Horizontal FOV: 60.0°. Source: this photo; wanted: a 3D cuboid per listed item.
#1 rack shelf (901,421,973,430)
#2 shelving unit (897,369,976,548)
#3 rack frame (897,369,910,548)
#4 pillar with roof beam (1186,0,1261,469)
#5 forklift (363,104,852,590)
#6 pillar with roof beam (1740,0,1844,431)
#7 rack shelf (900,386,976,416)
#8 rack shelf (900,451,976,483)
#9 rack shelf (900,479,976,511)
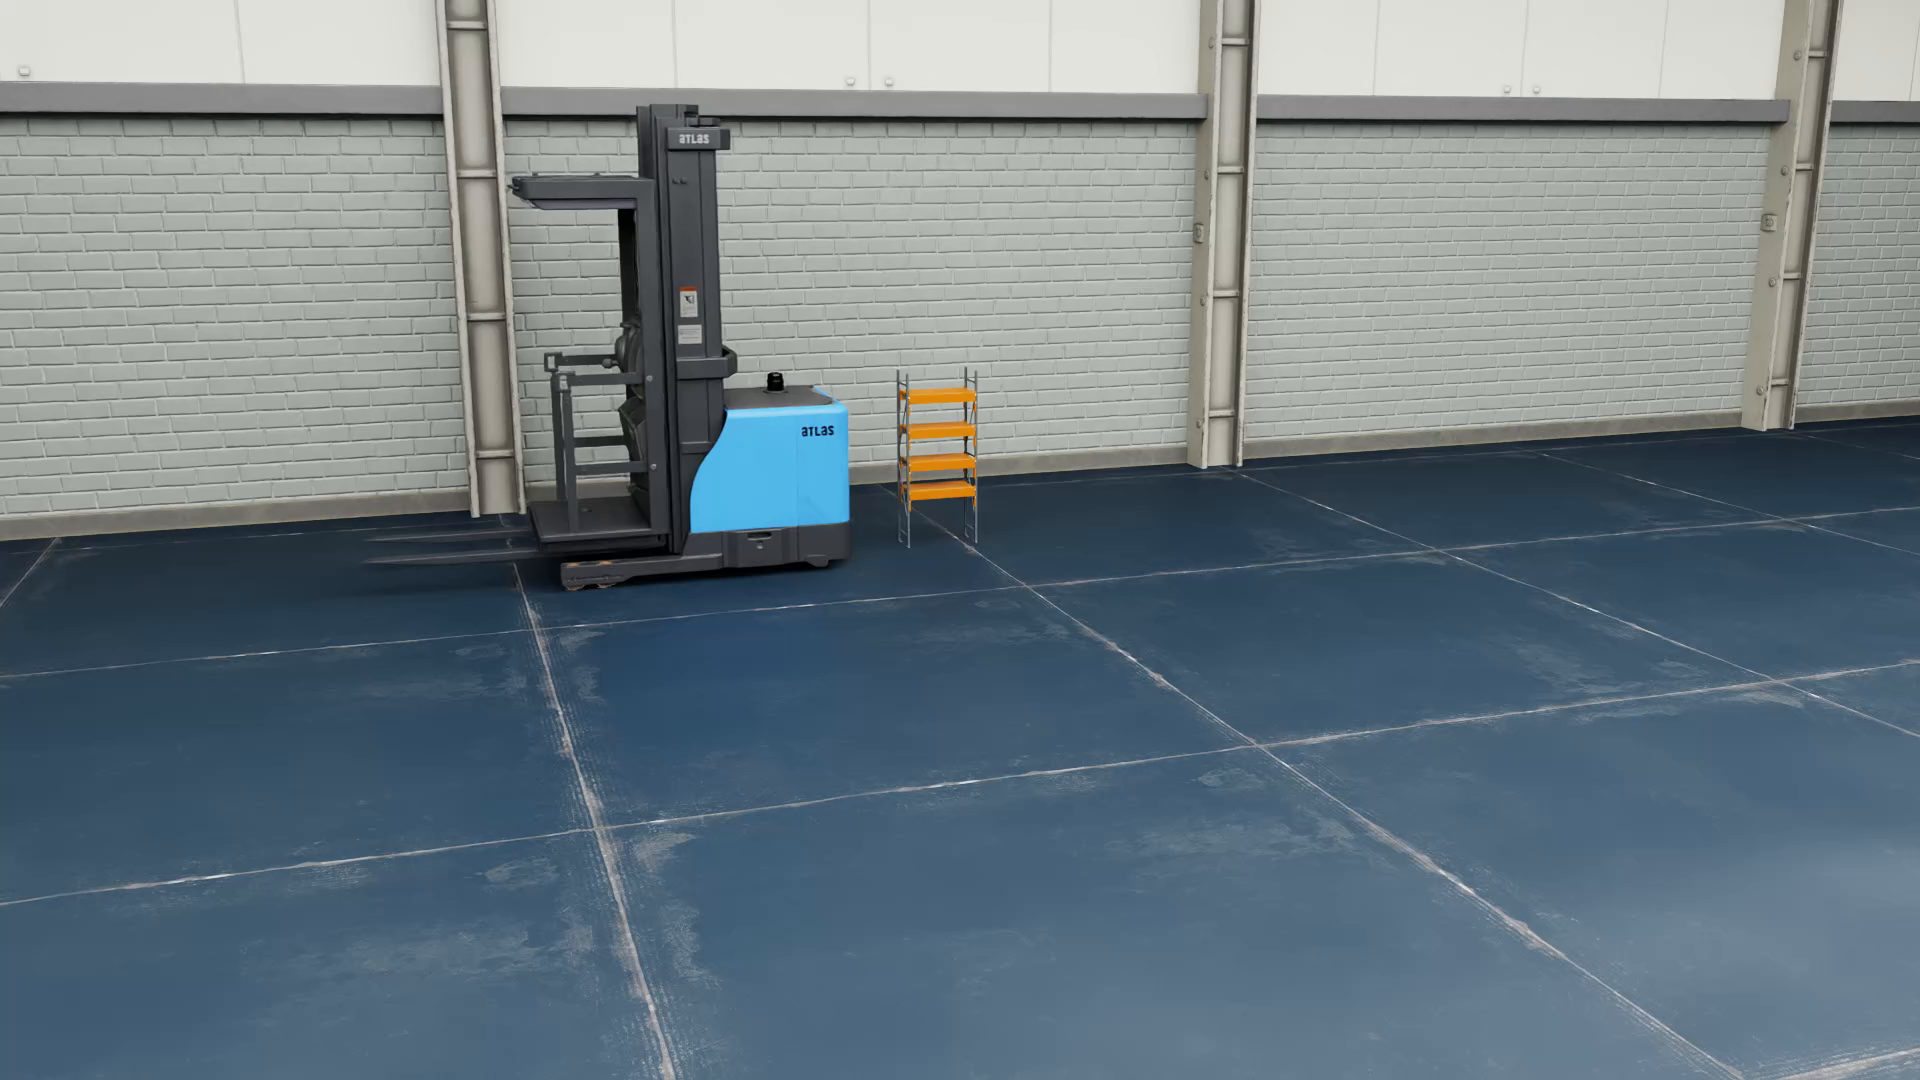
[{"bbox_3d":[-0.157,-0.776,11.404,0.457,0.021,0.221,-4,14,-18],"label":"rack shelf"},{"bbox_3d":[-0.162,-0.571,11.451,0.492,1.200,0.258,-4,14,-18],"label":"shelving unit"},{"bbox_3d":[-0.388,-0.553,11.377,0.015,1.200,0.240,-4,14,-18],"label":"rack frame"},{"bbox_3d":[3.574,-4.092,9.400,0.400,9.000,9.100,-4,14,-18],"label":"pillar with roof beam"},{"bbox_3d":[-2.281,-1.249,10.562,3.031,2.935,1.130,-4,14,-17],"label":"forklift"},{"bbox_3d":[9.261,-4.535,11.262,0.400,9.000,9.100,-4,14,-18],"label":"pillar with roof beam"},{"bbox_3d":[-0.157,-0.954,11.362,0.480,0.148,0.258,-4,14,-18],"label":"rack shelf"},{"bbox_3d":[-0.157,-0.506,11.468,0.480,0.148,0.258,-4,14,-18],"label":"rack shelf"},{"bbox_3d":[-0.157,-0.313,11.514,0.480,0.148,0.258,-4,14,-18],"label":"rack shelf"}]
